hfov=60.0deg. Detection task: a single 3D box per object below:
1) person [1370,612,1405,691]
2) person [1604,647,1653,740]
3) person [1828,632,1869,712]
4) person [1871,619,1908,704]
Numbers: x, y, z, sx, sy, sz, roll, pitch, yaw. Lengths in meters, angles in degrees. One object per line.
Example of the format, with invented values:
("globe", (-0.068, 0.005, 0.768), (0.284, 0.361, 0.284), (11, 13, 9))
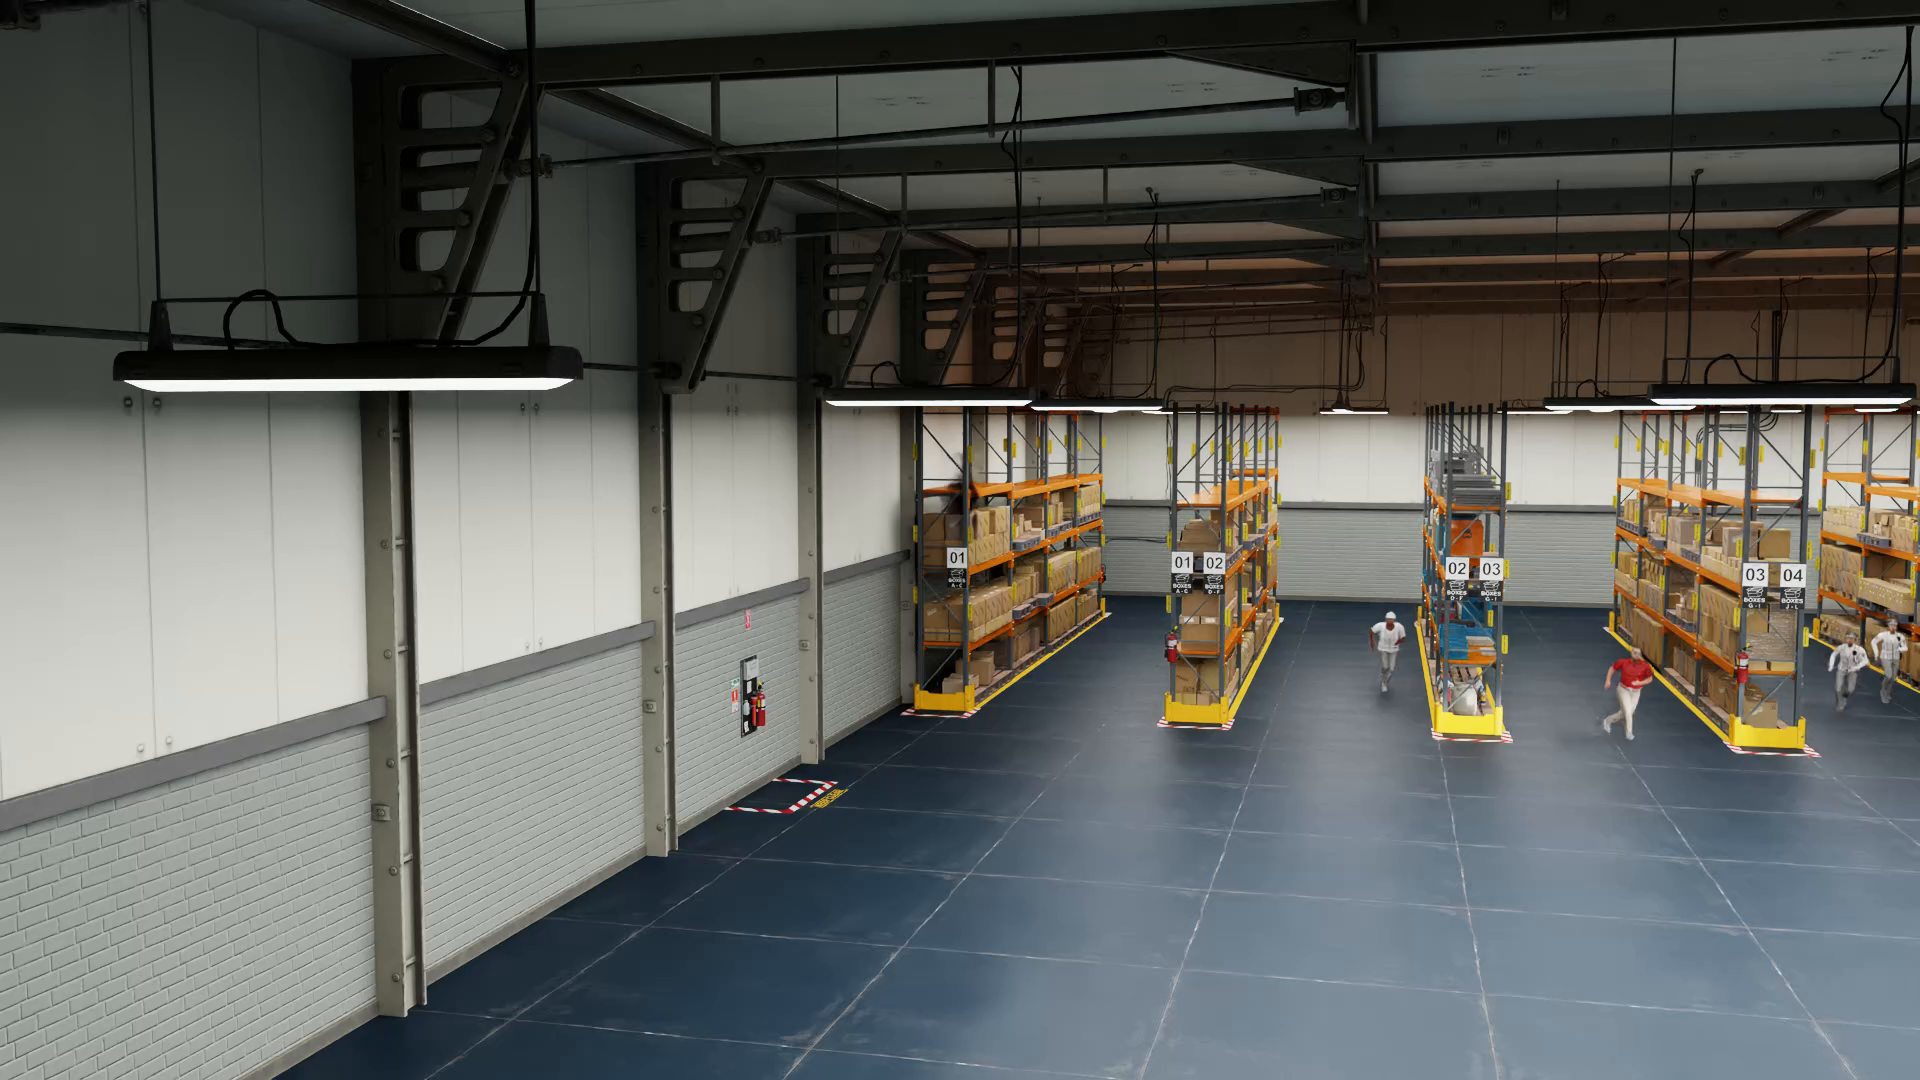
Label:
("person", (8.926, 2.329, 34.647), (0.671, 1.683, 0.714), (0, 4, 0))
("person", (11.927, 2.725, 29.783), (0.779, 1.672, 0.691), (0, 4, -2))
("person", (17.281, 2.560, 32.346), (0.678, 1.602, 0.504), (2, 5, 30))
("person", (18.624, 2.423, 33.273), (0.555, 1.717, 0.685), (1, 4, 8))
